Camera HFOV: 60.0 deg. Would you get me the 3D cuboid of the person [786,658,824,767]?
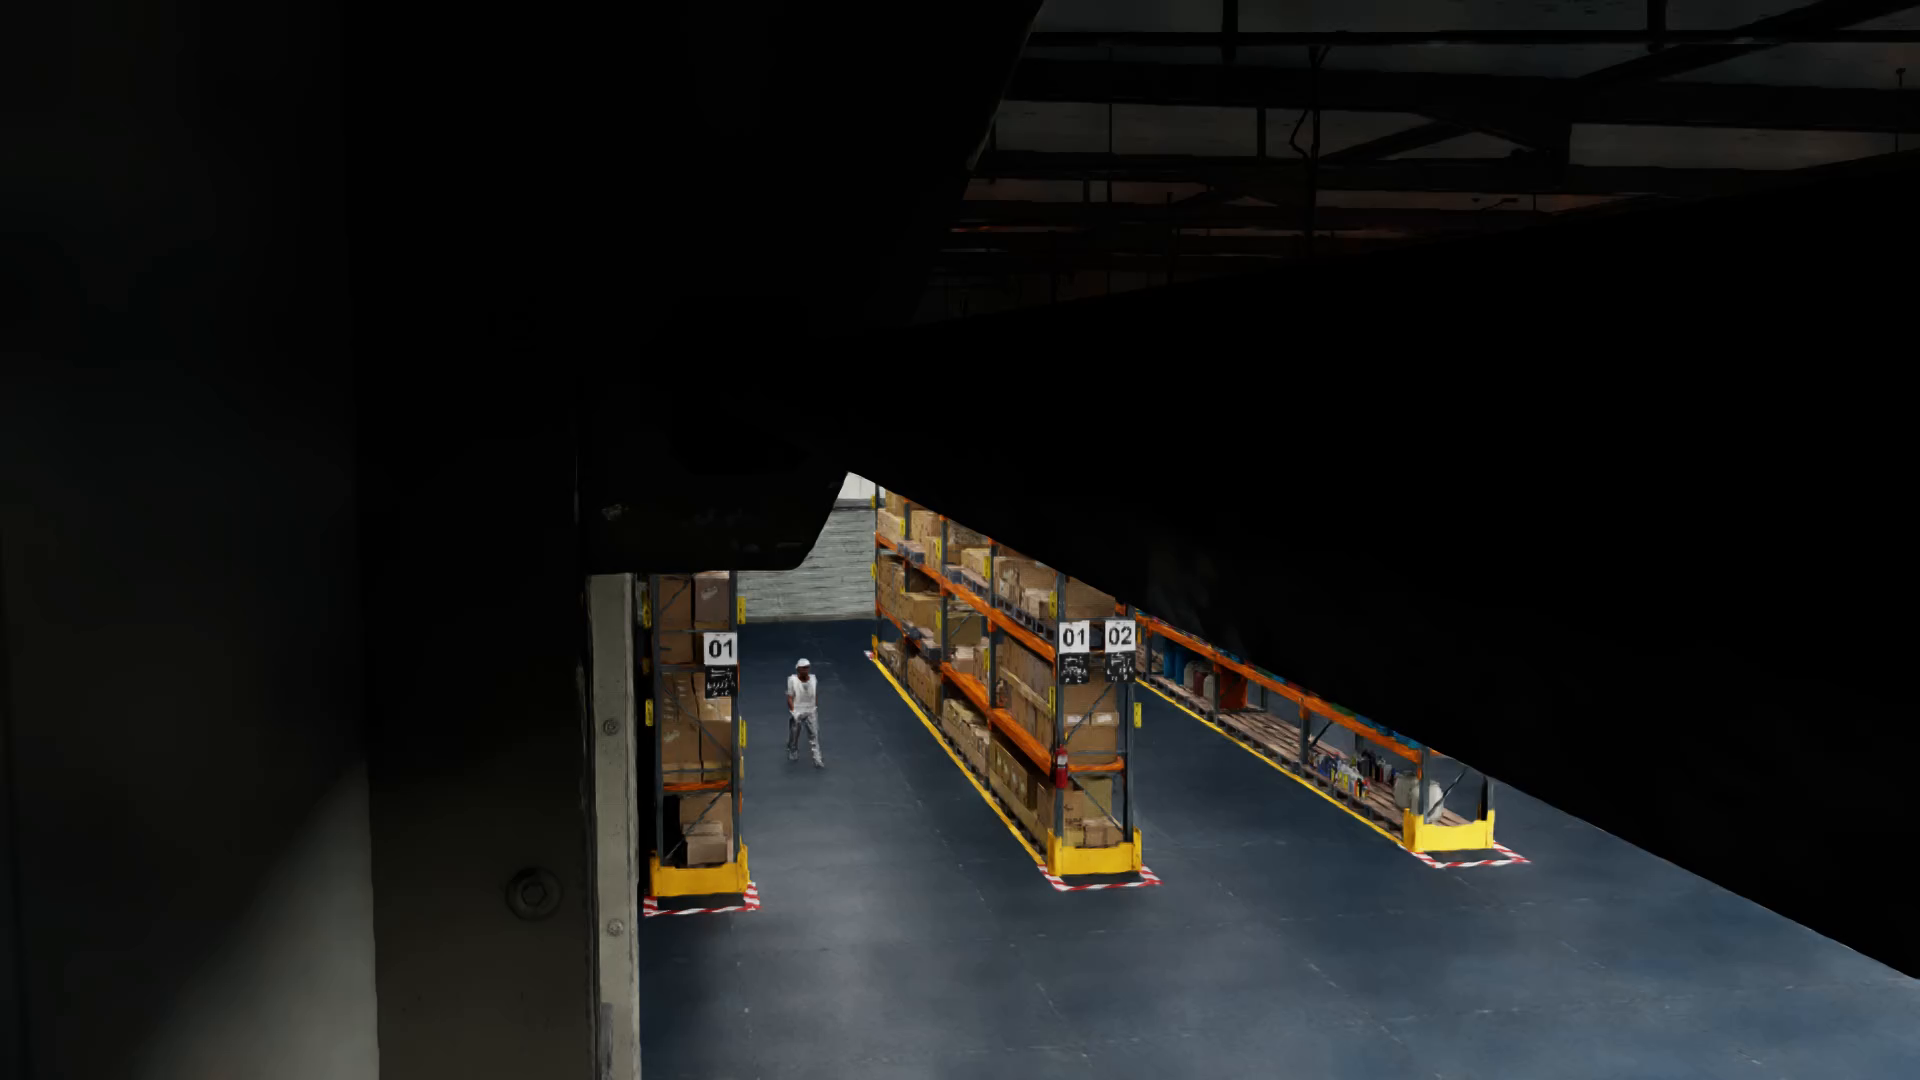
[{"bbox_3d":[-2.505,2.738,26.563,0.554,1.723,1.029,-2,6,-19],"label":"person"}]
